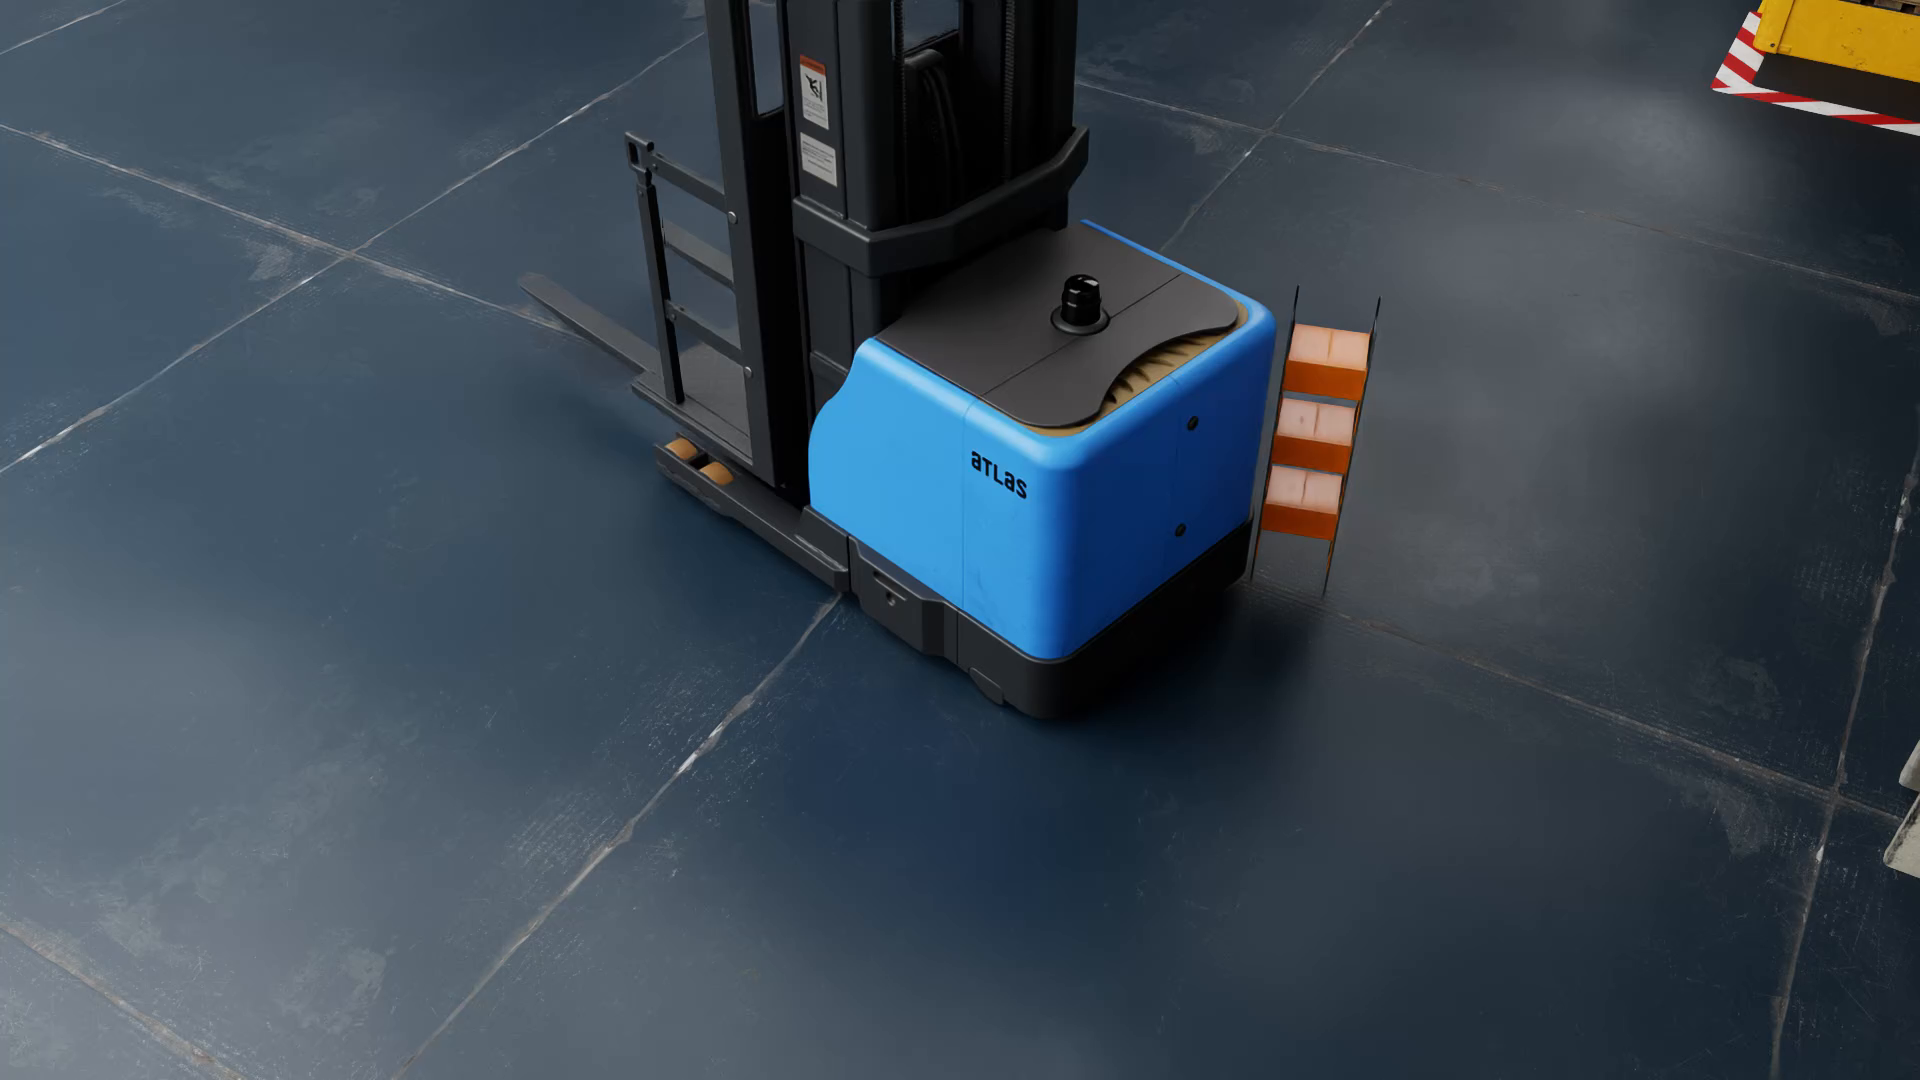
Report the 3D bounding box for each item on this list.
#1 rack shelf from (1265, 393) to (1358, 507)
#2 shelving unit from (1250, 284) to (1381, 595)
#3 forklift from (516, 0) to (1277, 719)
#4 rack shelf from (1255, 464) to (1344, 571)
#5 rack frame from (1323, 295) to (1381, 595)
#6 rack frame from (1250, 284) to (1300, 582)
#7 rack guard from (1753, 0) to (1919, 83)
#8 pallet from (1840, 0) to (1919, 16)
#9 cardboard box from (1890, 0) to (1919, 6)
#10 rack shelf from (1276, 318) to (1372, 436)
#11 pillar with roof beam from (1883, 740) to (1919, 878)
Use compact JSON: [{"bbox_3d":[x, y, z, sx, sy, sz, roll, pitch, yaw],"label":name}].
[{"bbox_3d":[1.120,-0.288,5.299,0.240,0.259,0.215,10,42,11],"label":"rack shelf"},{"bbox_3d":[1.120,-0.296,5.292,0.252,1.050,0.215,10,42,11],"label":"shelving unit"},{"bbox_3d":[-0.448,-1.425,5.150,3.031,2.935,1.130,33,51,32],"label":"forklift"},{"bbox_3d":[1.120,-0.080,5.483,0.240,0.259,0.215,10,42,11],"label":"rack shelf"},{"bbox_3d":[1.238,-0.276,5.270,0.008,1.050,0.200,10,42,11],"label":"rack frame"},{"bbox_3d":[1.001,-0.316,5.315,0.008,1.050,0.200,10,42,11],"label":"rack frame"},{"bbox_3d":[4.708,-2.652,8.383,1.175,0.500,0.348,21,45,22],"label":"rack guard"},{"bbox_3d":[5.066,-3.009,9.007,1.003,0.211,1.213,21,45,22],"label":"pallet"},{"bbox_3d":[5.135,-2.946,8.588,0.500,0.250,0.500,21,46,22],"label":"cardboard box"},{"bbox_3d":[1.120,-0.501,5.112,0.240,0.259,0.215,10,42,11],"label":"rack shelf"},{"bbox_3d":[-0.881,-3.946,3.422,9.100,9.000,0.400,21,45,22],"label":"pillar with roof beam"}]
